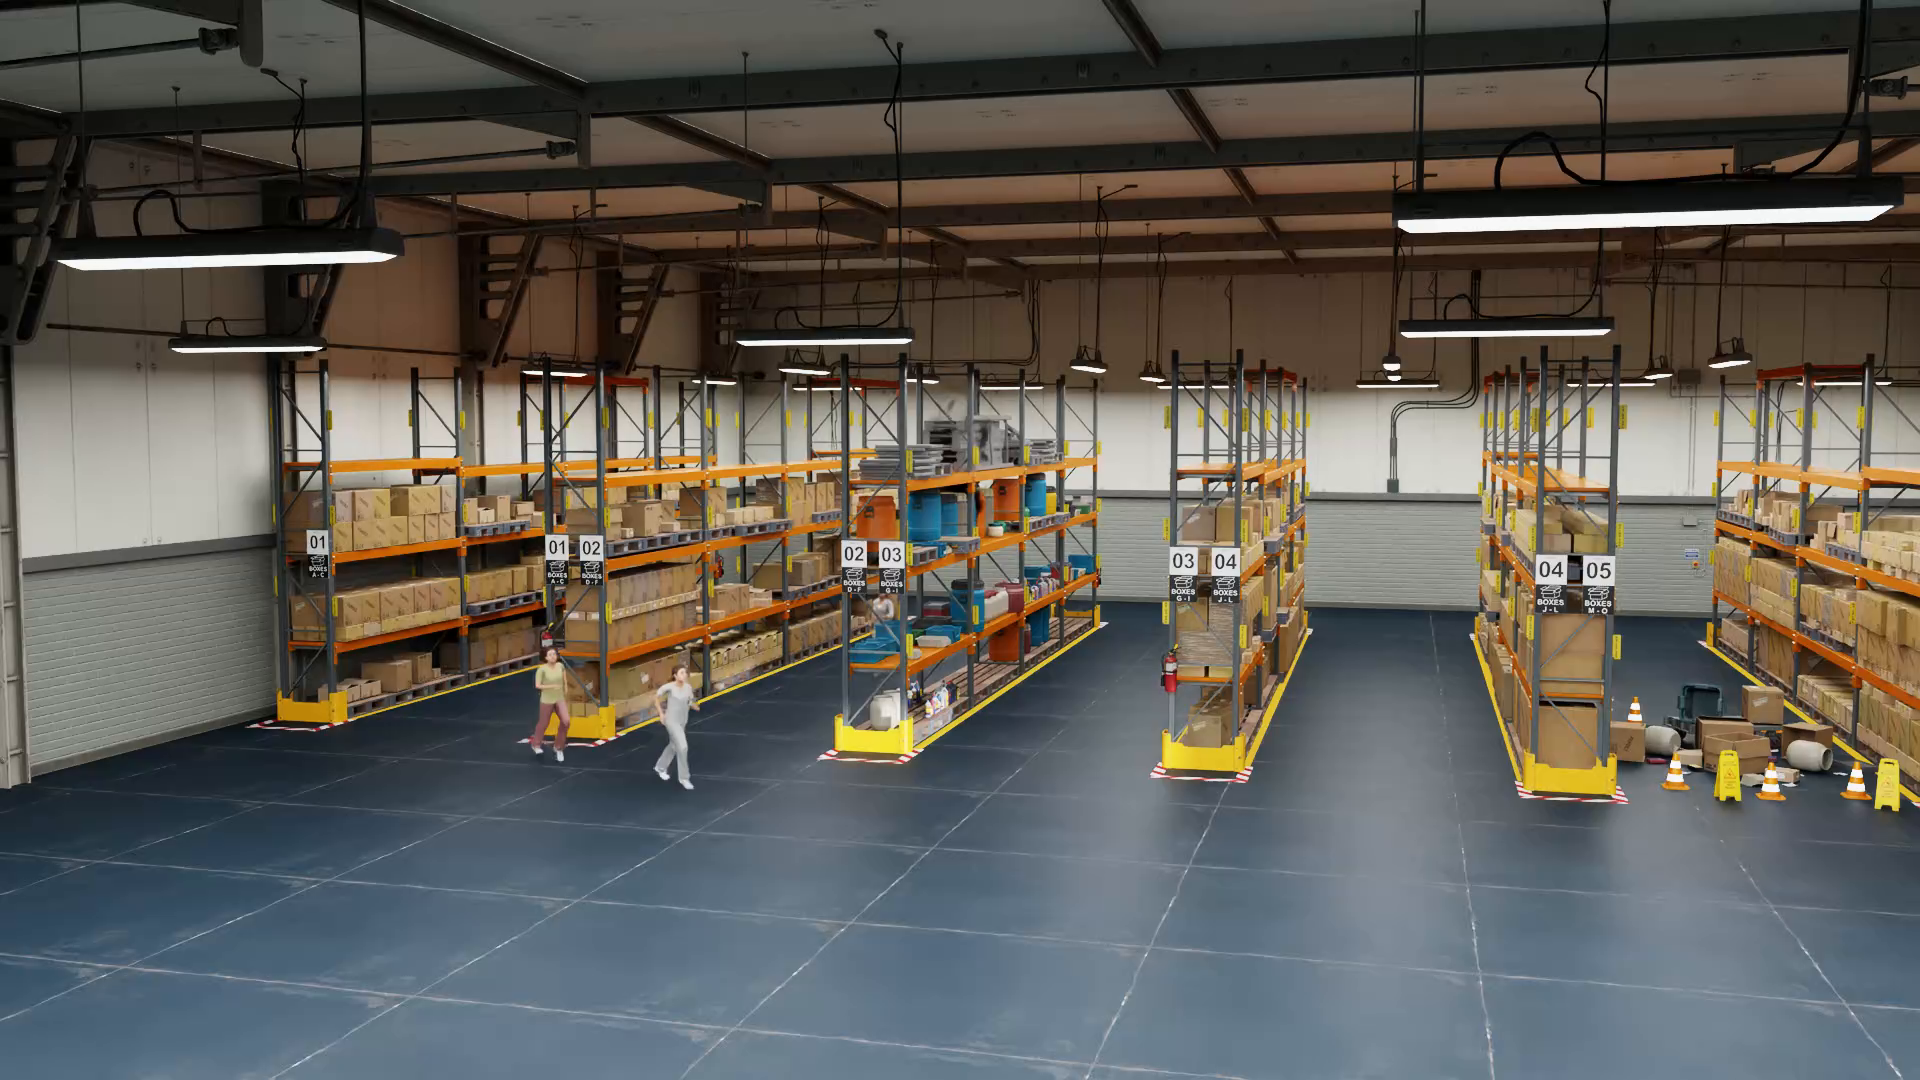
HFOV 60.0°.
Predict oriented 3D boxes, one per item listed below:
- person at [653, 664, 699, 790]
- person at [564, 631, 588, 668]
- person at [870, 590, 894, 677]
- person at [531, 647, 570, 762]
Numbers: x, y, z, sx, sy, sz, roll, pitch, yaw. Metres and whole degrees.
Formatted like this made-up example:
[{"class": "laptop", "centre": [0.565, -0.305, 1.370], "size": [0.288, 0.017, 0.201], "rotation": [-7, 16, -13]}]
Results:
[{"class": "person", "centre": [-3.910, 2.541, 22.799], "size": [0.880, 1.709, 0.494], "rotation": [3, 5, 36]}, {"class": "person", "centre": [-6.852, 1.955, 30.145], "size": [0.674, 1.825, 0.717], "rotation": [1, 4, 15]}, {"class": "person", "centre": [-1.466, 1.699, 30.975], "size": [0.504, 1.672, 0.673], "rotation": [1, 4, 12]}, {"class": "person", "centre": [-6.030, 2.406, 24.543], "size": [0.582, 1.692, 0.849], "rotation": [-3, 5, -37]}]
